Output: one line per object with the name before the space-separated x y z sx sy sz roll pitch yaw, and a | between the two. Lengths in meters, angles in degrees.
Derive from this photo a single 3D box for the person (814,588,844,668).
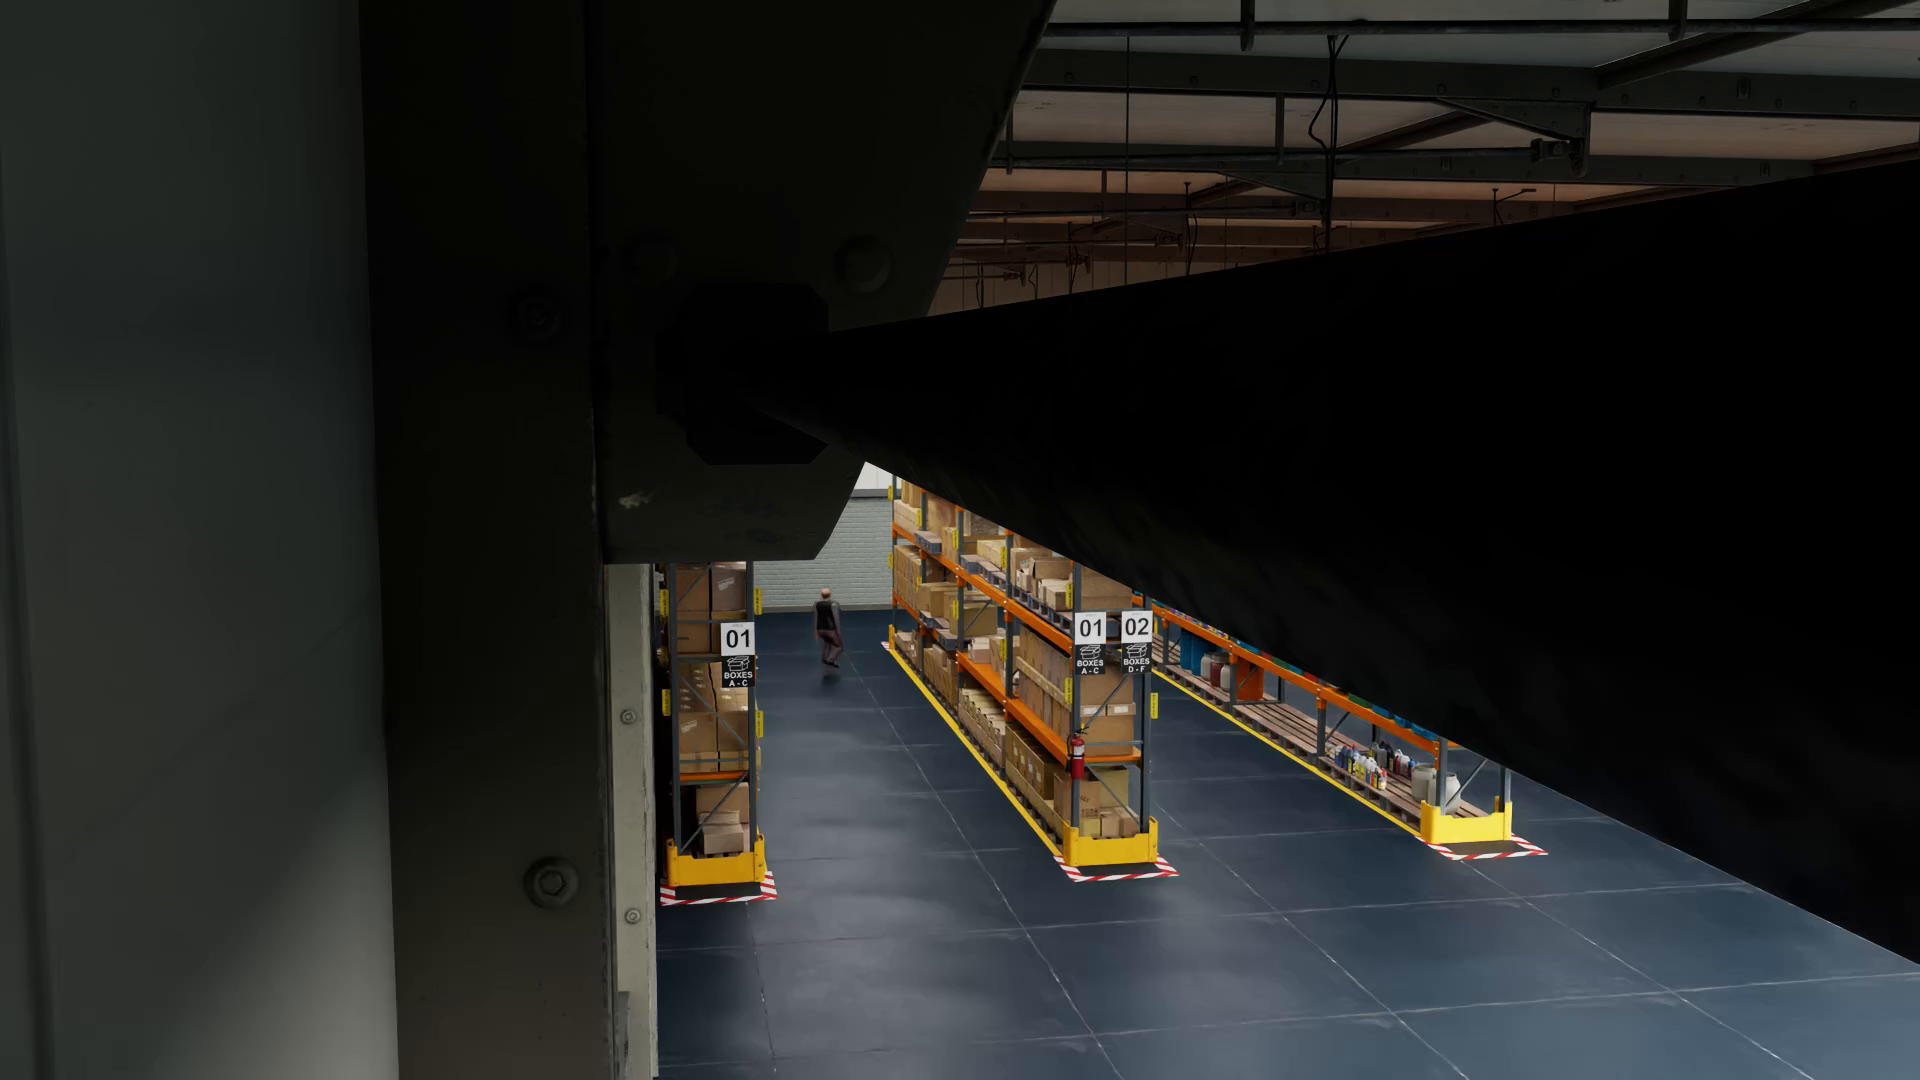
person | -2.628 1.741 33.192 0.566 1.561 0.639 3 7 23
